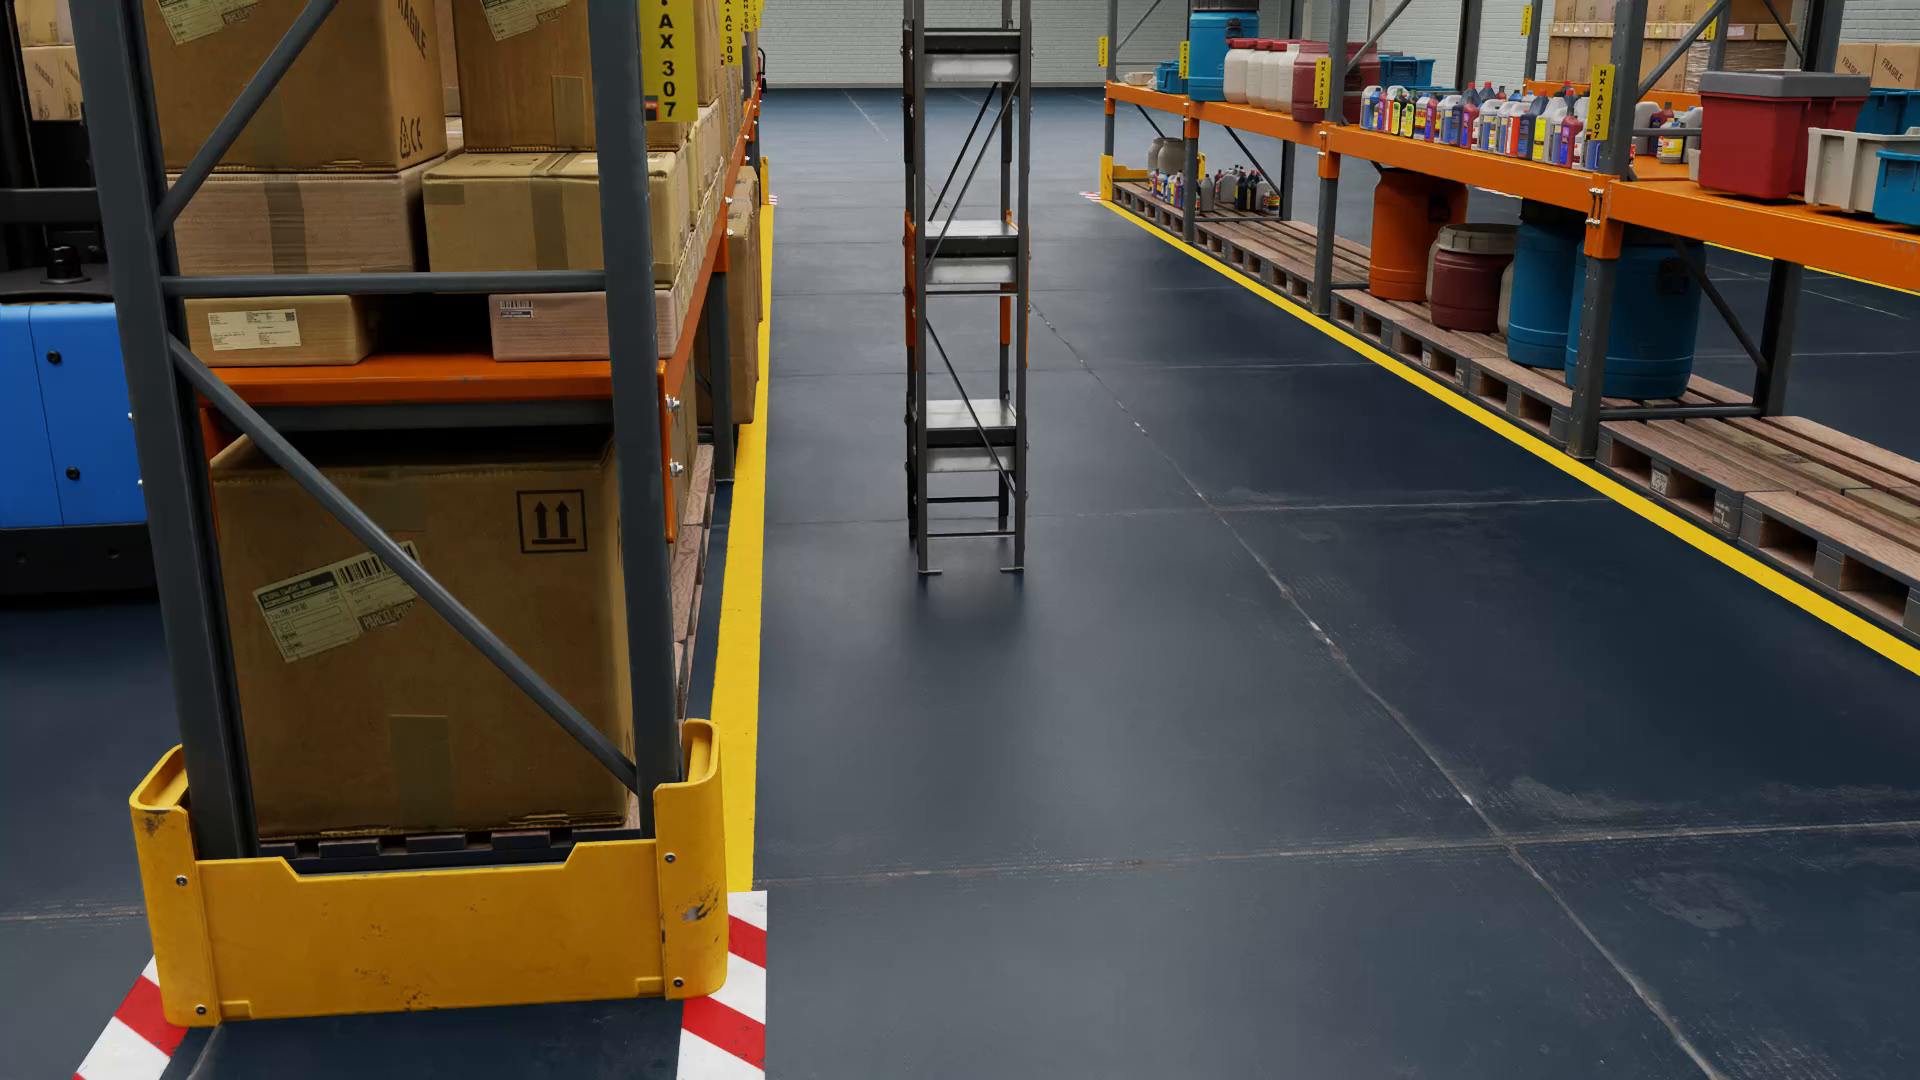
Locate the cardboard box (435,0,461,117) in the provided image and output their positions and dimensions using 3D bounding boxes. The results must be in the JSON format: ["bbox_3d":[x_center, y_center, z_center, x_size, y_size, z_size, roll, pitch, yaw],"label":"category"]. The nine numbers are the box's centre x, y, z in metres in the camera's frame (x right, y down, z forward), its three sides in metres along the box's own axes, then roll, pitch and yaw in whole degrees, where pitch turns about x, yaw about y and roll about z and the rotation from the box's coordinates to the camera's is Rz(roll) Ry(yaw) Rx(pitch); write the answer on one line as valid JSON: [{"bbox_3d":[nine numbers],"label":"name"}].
[{"bbox_3d":[-1.622,-1.661,5.461,0.500,0.500,0.500,-2,18,-7],"label":"cardboard box"}]

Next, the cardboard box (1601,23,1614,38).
[{"bbox_3d":[7.059,-5.415,17.668,0.380,0.149,0.250,-2,18,-6],"label":"cardboard box"}]

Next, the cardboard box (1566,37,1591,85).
[{"bbox_3d":[7.192,-5.317,18.439,0.700,0.500,0.500,-1,17,-4],"label":"cardboard box"}]

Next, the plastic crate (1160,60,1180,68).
[{"bbox_3d":[2.519,-5.203,18.489,0.499,0.251,0.616,-2,18,-6],"label":"plastic crate"}]

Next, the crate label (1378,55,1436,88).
[{"bbox_3d":[3.162,-3.351,12.284,0.502,0.435,0.616,-2,18,-6],"label":"crate label"}]

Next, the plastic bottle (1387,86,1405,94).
[{"bbox_3d":[2.870,-2.836,10.911,0.152,0.276,0.135,-2,18,-6],"label":"plastic bottle"}]

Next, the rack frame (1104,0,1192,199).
[{"bbox_3d":[2.170,-5.413,18.912,1.000,3.000,0.127,-2,18,-6],"label":"rack frame"}]

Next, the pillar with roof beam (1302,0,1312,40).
[{"bbox_3d":[5.581,-17.205,46.456,9.100,9.000,0.400,-2,18,-6],"label":"pillar with roof beam"}]

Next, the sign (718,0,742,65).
[{"bbox_3d":[-0.967,-2.154,6.951,0.100,0.325,0.005,-2,18,-6],"label":"sign"}]

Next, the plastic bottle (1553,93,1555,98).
[{"bbox_3d":[3.455,-2.467,9.721,0.061,0.283,0.133,-2,18,-6],"label":"plastic bottle"}]

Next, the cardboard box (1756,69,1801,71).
[{"bbox_3d":[7.604,-4.157,15.160,0.500,0.250,0.500,-1,17,-2],"label":"cardboard box"}]

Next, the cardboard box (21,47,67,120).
[{"bbox_3d":[-6.760,-3.245,11.839,0.500,0.500,0.500,-2,18,-6],"label":"cardboard box"}]

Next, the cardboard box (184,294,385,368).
[{"bbox_3d":[-1.470,-0.469,3.584,0.380,0.149,0.250,-1,17,-5],"label":"cardboard box"}]

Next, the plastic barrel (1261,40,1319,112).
[{"bbox_3d":[2.584,-3.647,13.059,0.433,0.535,0.433,0,17,0],"label":"plastic barrel"}]

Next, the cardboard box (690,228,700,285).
[{"bbox_3d":[-0.922,-0.796,4.623,0.380,0.149,0.250,-2,18,-7],"label":"cardboard box"}]

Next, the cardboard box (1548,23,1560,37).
[{"bbox_3d":[6.924,-5.799,18.890,0.380,0.149,0.250,-2,18,-6],"label":"cardboard box"}]

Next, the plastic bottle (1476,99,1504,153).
[{"bbox_3d":[2.918,-2.255,9.058,0.152,0.276,0.135,-2,18,-6],"label":"plastic bottle"}]

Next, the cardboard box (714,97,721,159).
[{"bbox_3d":[-1.212,-1.632,6.621,0.500,0.250,0.500,-2,18,-7],"label":"cardboard box"}]

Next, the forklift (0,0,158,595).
[{"bbox_3d":[-3.363,-1.595,6.864,1.130,2.935,3.031,-3,18,-9],"label":"forklift"}]

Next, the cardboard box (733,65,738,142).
[{"bbox_3d":[-1.588,-2.636,9.900,0.500,0.500,0.500,-2,18,-6],"label":"cardboard box"}]

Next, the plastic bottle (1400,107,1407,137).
[{"bbox_3d":[2.765,-2.583,10.229,0.097,0.201,0.097,0,17,0],"label":"plastic bottle"}]

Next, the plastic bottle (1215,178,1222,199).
[{"bbox_3d":[2.686,-3.628,17.162,0.097,0.201,0.097,0,17,0],"label":"plastic bottle"}]

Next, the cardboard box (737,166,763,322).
[{"bbox_3d":[-1.881,-1.857,10.431,1.225,0.875,0.875,-3,18,-8],"label":"cardboard box"}]

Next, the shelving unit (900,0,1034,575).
[{"bbox_3d":[0.017,-0.952,6.205,0.431,2.100,0.503,-2,18,-6],"label":"shelving unit"}]

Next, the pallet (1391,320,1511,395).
[{"bbox_3d":[3.241,-1.103,9.839,1.003,0.211,1.213,-2,18,-6],"label":"pallet"}]

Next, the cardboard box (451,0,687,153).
[{"bbox_3d":[-0.939,-1.222,4.063,0.500,0.500,0.500,-2,18,-7],"label":"cardboard box"}]

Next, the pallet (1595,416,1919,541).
[{"bbox_3d":[3.522,-0.290,7.248,1.003,0.211,1.213,-2,18,-6],"label":"pallet"}]

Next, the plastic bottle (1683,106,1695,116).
[{"bbox_3d":[3.717,-2.071,8.480,0.097,0.271,0.097,0,17,0],"label":"plastic bottle"}]

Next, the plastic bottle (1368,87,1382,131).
[{"bbox_3d":[2.703,-2.794,10.784,0.097,0.271,0.097,0,17,0],"label":"plastic bottle"}]

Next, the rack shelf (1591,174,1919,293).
[{"bbox_3d":[3.614,-0.899,5.734,1.077,0.370,4.000,-2,18,-6],"label":"rack shelf"}]

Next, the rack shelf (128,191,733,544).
[{"bbox_3d":[-1.312,-0.746,5.247,1.077,0.370,4.000,-2,18,-6],"label":"rack shelf"}]

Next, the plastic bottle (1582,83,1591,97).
[{"bbox_3d":[3.587,-2.415,9.444,0.144,0.351,0.185,-2,18,-6],"label":"plastic bottle"}]

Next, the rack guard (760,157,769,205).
[{"bbox_3d":[-2.749,-4.045,18.727,1.175,0.500,0.348,-2,18,-6],"label":"rack guard"}]

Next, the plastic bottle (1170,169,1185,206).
[{"bbox_3d":[2.176,-3.504,16.518,0.144,0.351,0.185,-2,18,-6],"label":"plastic bottle"}]

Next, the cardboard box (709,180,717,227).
[{"bbox_3d":[-1.055,-1.178,5.841,0.380,0.149,0.250,-1,17,-5],"label":"cardboard box"}]

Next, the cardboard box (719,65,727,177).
[{"bbox_3d":[-1.318,-1.878,7.483,0.500,0.500,0.500,-2,18,-5],"label":"cardboard box"}]

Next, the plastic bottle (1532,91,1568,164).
[{"bbox_3d":[2.988,-2.078,8.372,0.144,0.351,0.185,-2,18,-6],"label":"plastic bottle"}]

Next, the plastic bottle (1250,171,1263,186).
[{"bbox_3d":[2.912,-3.421,16.254,0.144,0.351,0.185,-1,17,-4],"label":"plastic bottle"}]

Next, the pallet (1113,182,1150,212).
[{"bbox_3d":[2.303,-3.820,18.491,1.003,0.211,1.213,-2,18,-6],"label":"pallet"}]

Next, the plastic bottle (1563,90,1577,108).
[{"bbox_3d":[3.112,-2.138,8.561,0.144,0.351,0.185,-2,18,-6],"label":"plastic bottle"}]

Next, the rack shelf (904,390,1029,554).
[{"bbox_3d":[0.017,-0.272,6.419,0.431,0.518,0.480,-2,18,-6],"label":"rack shelf"}]

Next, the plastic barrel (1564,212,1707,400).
[{"bbox_3d":[3.369,-1.200,8.294,0.600,0.901,0.708,-2,18,-6],"label":"plastic barrel"}]

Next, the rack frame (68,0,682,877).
[{"bbox_3d":[-1.106,-0.493,3.241,1.000,3.000,0.127,-2,18,-6],"label":"rack frame"}]

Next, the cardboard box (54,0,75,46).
[{"bbox_3d":[-7.124,-4.019,12.634,0.700,0.500,0.500,-2,18,-5],"label":"cardboard box"}]

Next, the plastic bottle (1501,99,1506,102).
[{"bbox_3d":[3.479,-2.724,10.678,0.097,0.201,0.097,0,17,0],"label":"plastic bottle"}]

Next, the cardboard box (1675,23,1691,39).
[{"bbox_3d":[7.216,-4.957,16.208,0.380,0.149,0.250,-2,18,-7],"label":"cardboard box"}]

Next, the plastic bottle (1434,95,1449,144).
[{"bbox_3d":[2.822,-2.450,9.688,0.097,0.271,0.097,0,17,0],"label":"plastic bottle"}]

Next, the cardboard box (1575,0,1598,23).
[{"bbox_3d":[7.198,-5.920,18.194,0.700,0.500,0.500,-2,18,-7],"label":"cardboard box"}]

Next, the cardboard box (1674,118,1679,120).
[{"bbox_3d":[7.566,-4.363,18.205,0.500,0.500,0.500,-2,18,-6],"label":"cardboard box"}]

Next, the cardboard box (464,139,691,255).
[{"bbox_3d":[-0.947,-0.870,4.193,0.500,0.250,0.500,-2,18,-6],"label":"cardboard box"}]

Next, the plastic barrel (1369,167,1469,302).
[{"bbox_3d":[3.063,-2.050,11.120,0.600,0.830,0.708,-2,18,-6],"label":"plastic barrel"}]

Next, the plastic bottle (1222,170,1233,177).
[{"bbox_3d":[2.794,-3.714,17.313,0.152,0.276,0.135,-2,18,-5],"label":"plastic bottle"}]

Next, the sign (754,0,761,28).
[{"bbox_3d":[-1.792,-4.639,14.513,0.100,0.325,0.005,-2,18,-6],"label":"sign"}]

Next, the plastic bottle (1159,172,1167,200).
[{"bbox_3d":[2.093,-3.640,17.083,0.097,0.271,0.097,0,17,0],"label":"plastic bottle"}]
